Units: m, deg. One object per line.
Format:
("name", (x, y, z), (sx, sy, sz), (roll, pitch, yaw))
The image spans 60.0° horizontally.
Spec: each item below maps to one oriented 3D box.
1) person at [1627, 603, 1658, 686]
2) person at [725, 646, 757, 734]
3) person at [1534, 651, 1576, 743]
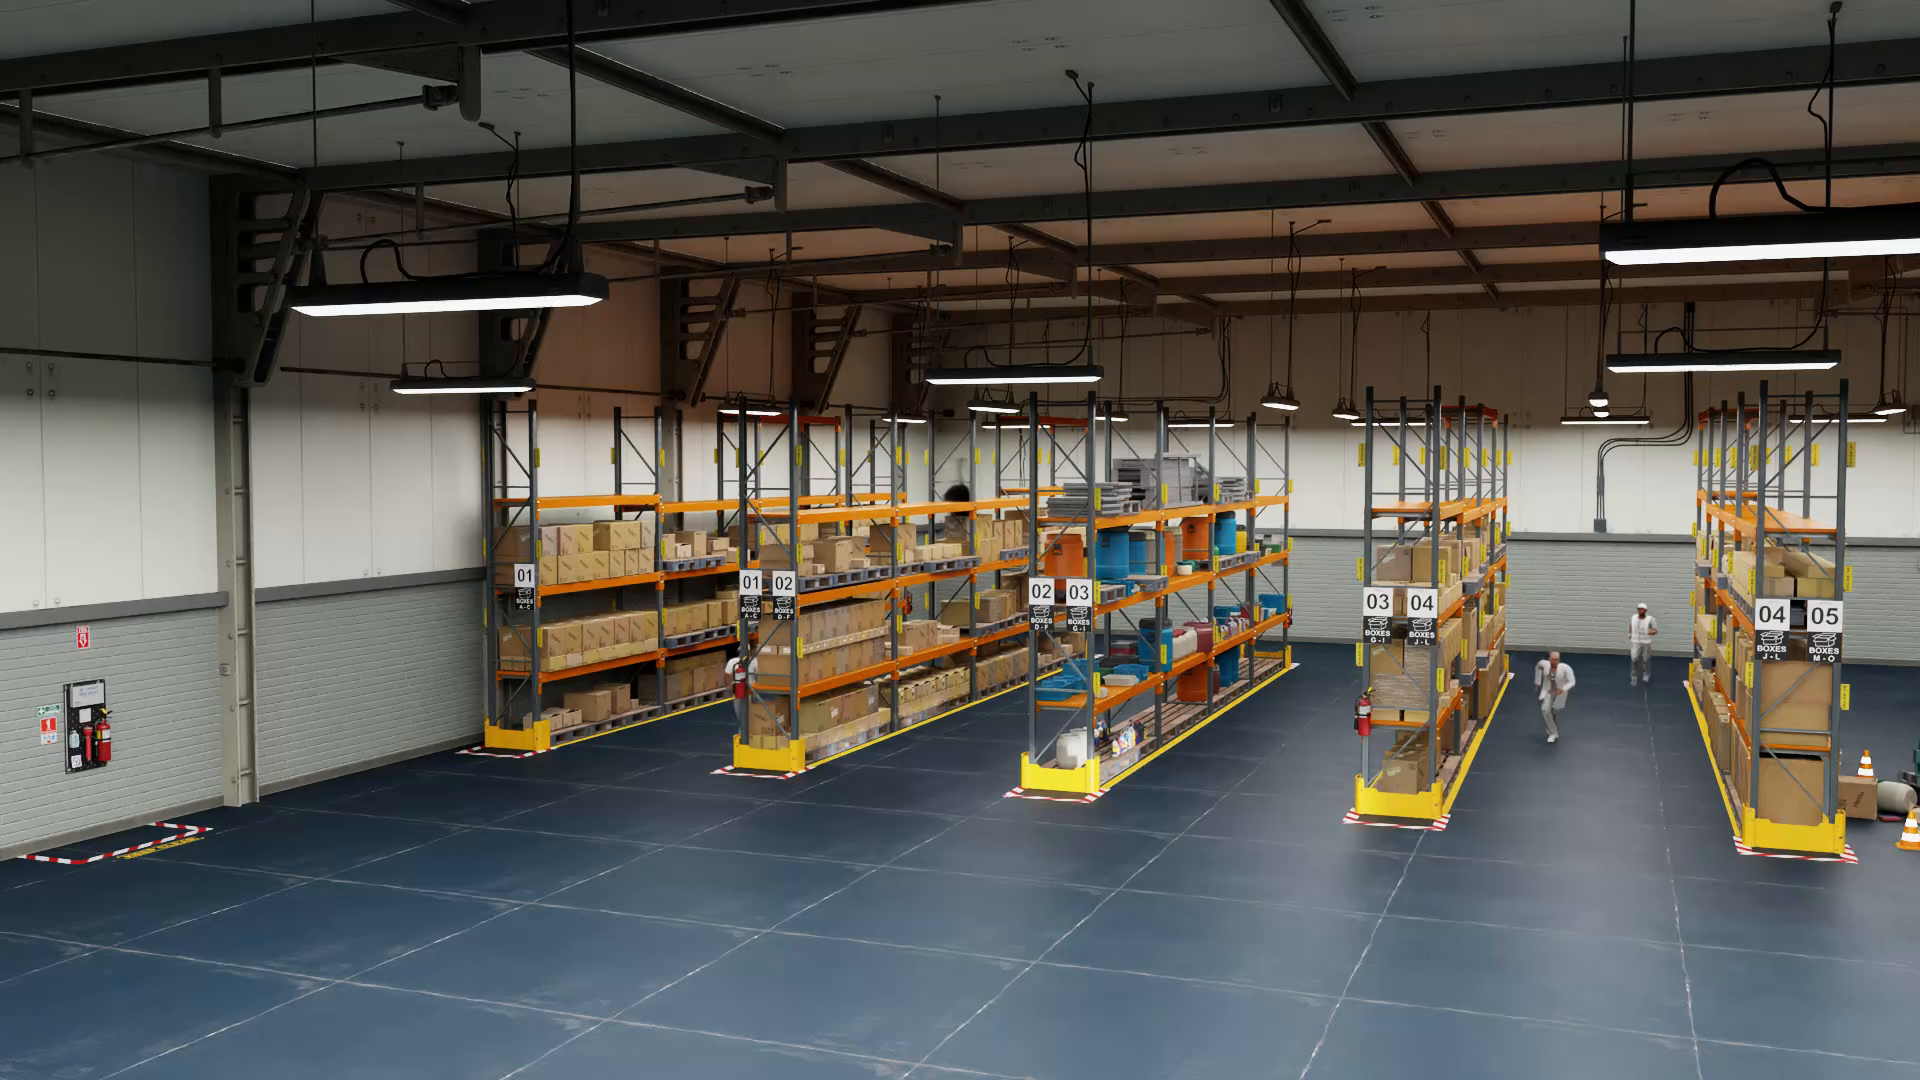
("person", (15.043, 2.308, 36.652), (0.653, 1.845, 0.773), (2, 3, 34))
("person", (-3.847, 2.692, 29.677), (0.693, 1.712, 0.627), (0, 3, 6))
("person", (10.561, 2.735, 29.517), (0.707, 1.608, 1.071), (1, 3, 23))
